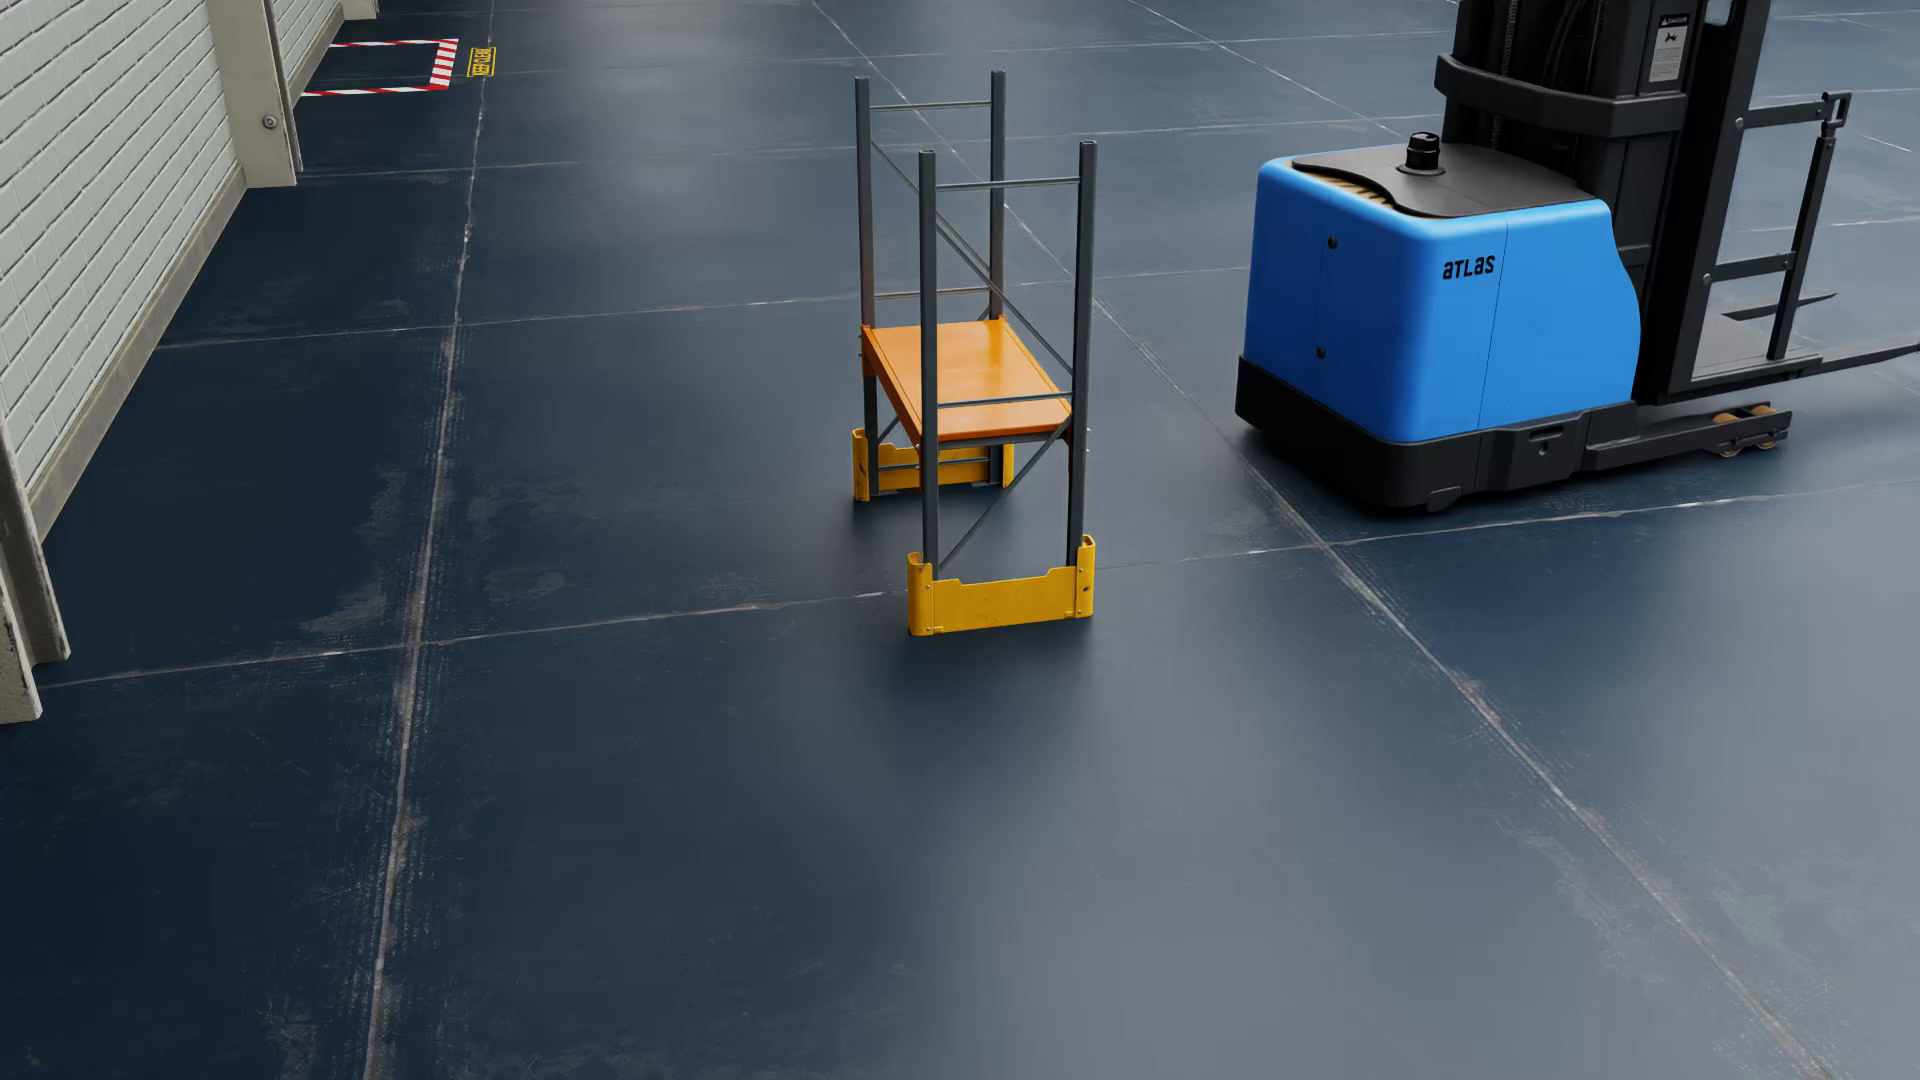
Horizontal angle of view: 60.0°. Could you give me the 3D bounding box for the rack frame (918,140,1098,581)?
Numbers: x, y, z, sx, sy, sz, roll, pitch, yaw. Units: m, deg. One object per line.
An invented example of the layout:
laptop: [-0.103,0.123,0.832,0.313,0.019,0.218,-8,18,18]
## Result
rack frame: [0.134,-0.409,4.896,0.500,1.500,0.032,-6,27,-12]

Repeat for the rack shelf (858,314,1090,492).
rack shelf: [0.019,-0.472,5.419,0.538,0.185,1.000,-6,27,-12]

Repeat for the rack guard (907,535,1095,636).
rack guard: [0.129,0.140,5.194,0.587,0.250,0.087,-6,27,-12]

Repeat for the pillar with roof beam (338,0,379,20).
pillar with roof beam: [-1.332,-9.282,14.154,9.100,9.000,0.400,-6,27,-12]

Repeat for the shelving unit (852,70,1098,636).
shelving unit: [0.017,-0.636,5.346,0.587,1.500,1.083,-6,27,-12]

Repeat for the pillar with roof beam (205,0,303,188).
pillar with roof beam: [0.020,-6.648,8.935,9.100,9.000,0.400,-6,27,-12]

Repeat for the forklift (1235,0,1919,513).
forklift: [2.655,-1.831,6.125,3.031,2.935,1.130,-11,29,-21]

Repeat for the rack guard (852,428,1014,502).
rack guard: [-0.095,-0.297,6.061,0.587,0.250,0.087,-6,27,-12]

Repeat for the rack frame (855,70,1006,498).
rack frame: [-0.095,-0.855,5.780,0.500,1.500,0.032,-6,27,-12]
